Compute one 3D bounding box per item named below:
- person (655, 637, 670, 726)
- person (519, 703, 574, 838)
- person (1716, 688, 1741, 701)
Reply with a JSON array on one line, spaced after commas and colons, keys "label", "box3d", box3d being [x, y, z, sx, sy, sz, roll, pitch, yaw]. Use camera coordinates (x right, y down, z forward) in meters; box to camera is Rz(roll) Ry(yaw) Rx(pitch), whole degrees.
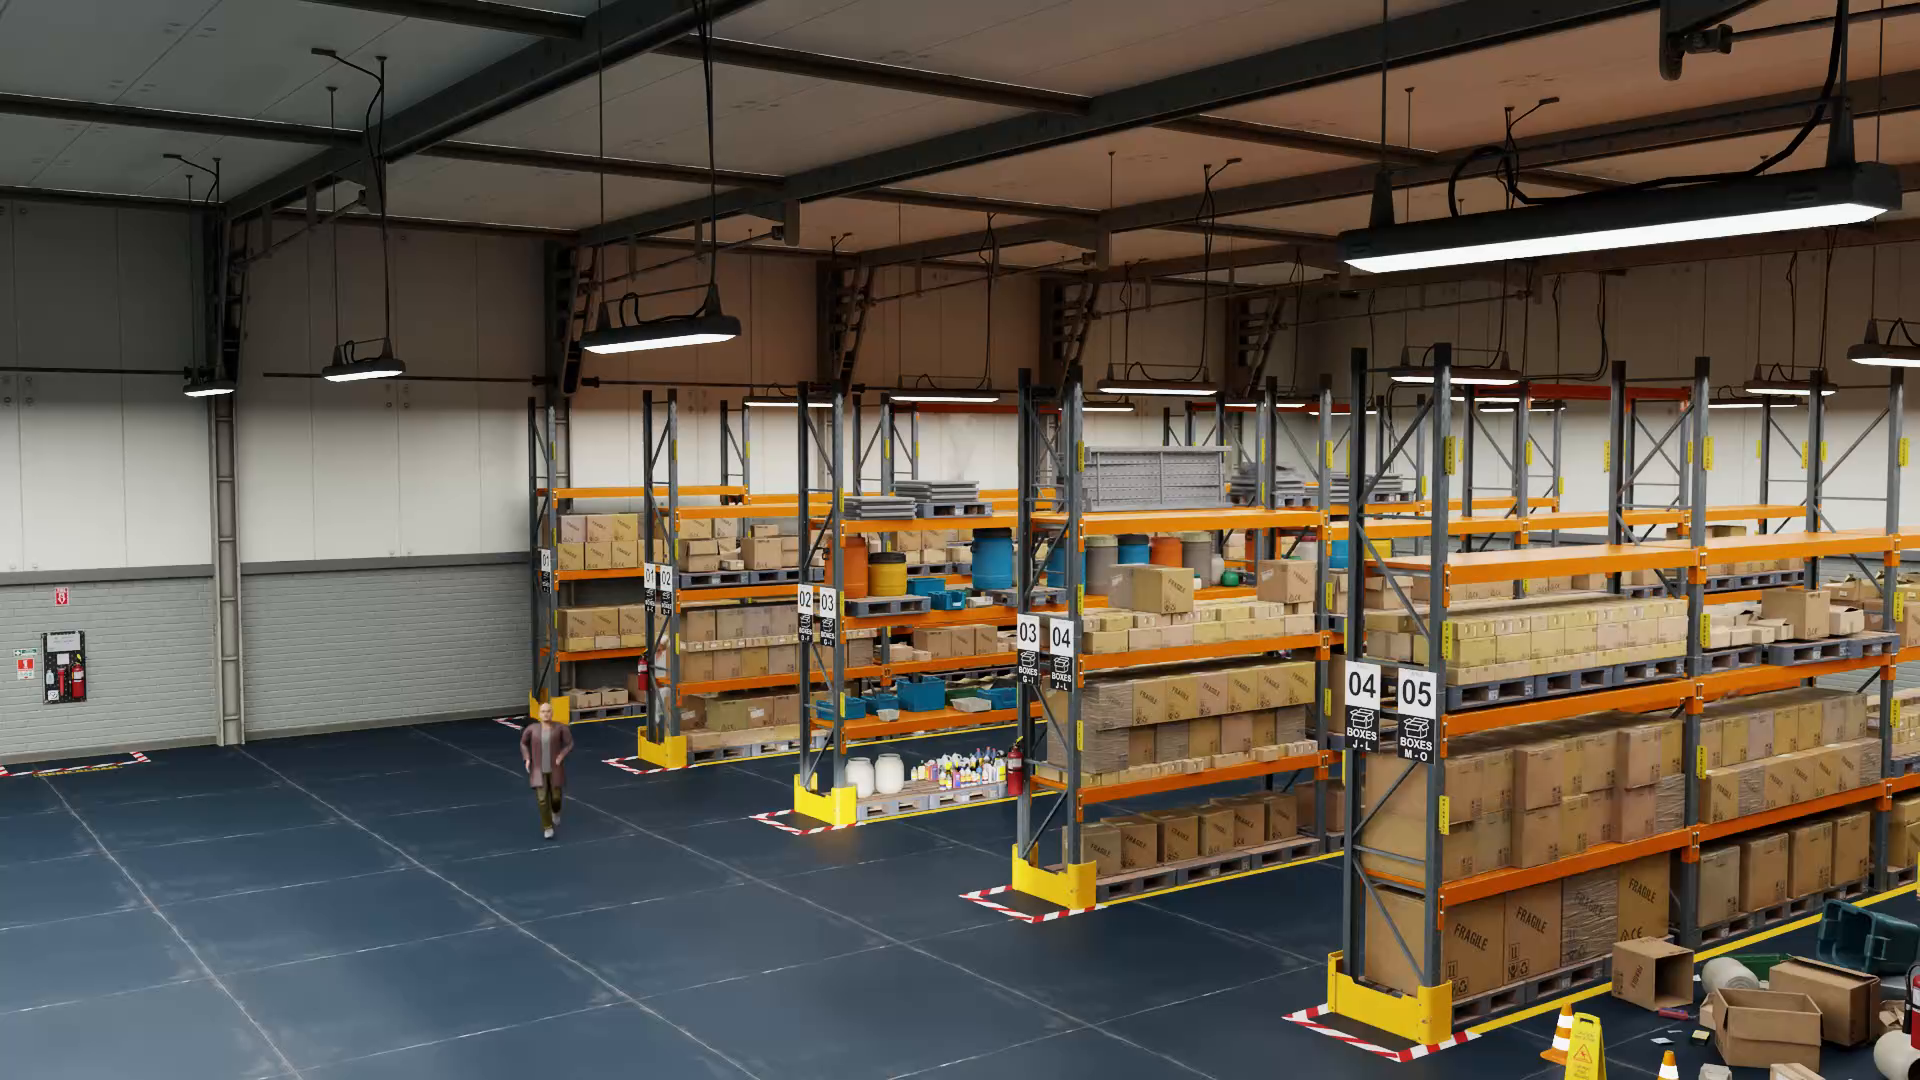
[{"label": "person", "box3d": [-5.206, 2.558, 29.037, 0.684, 1.775, 1.030, 2, 4, 28]}, {"label": "person", "box3d": [-5.424, 3.003, 21.834, 0.704, 1.735, 0.724, -1, 3, -11]}, {"label": "person", "box3d": [11.221, 2.882, 24.217, 0.581, 1.731, 0.667, -3, 4, -39]}]
